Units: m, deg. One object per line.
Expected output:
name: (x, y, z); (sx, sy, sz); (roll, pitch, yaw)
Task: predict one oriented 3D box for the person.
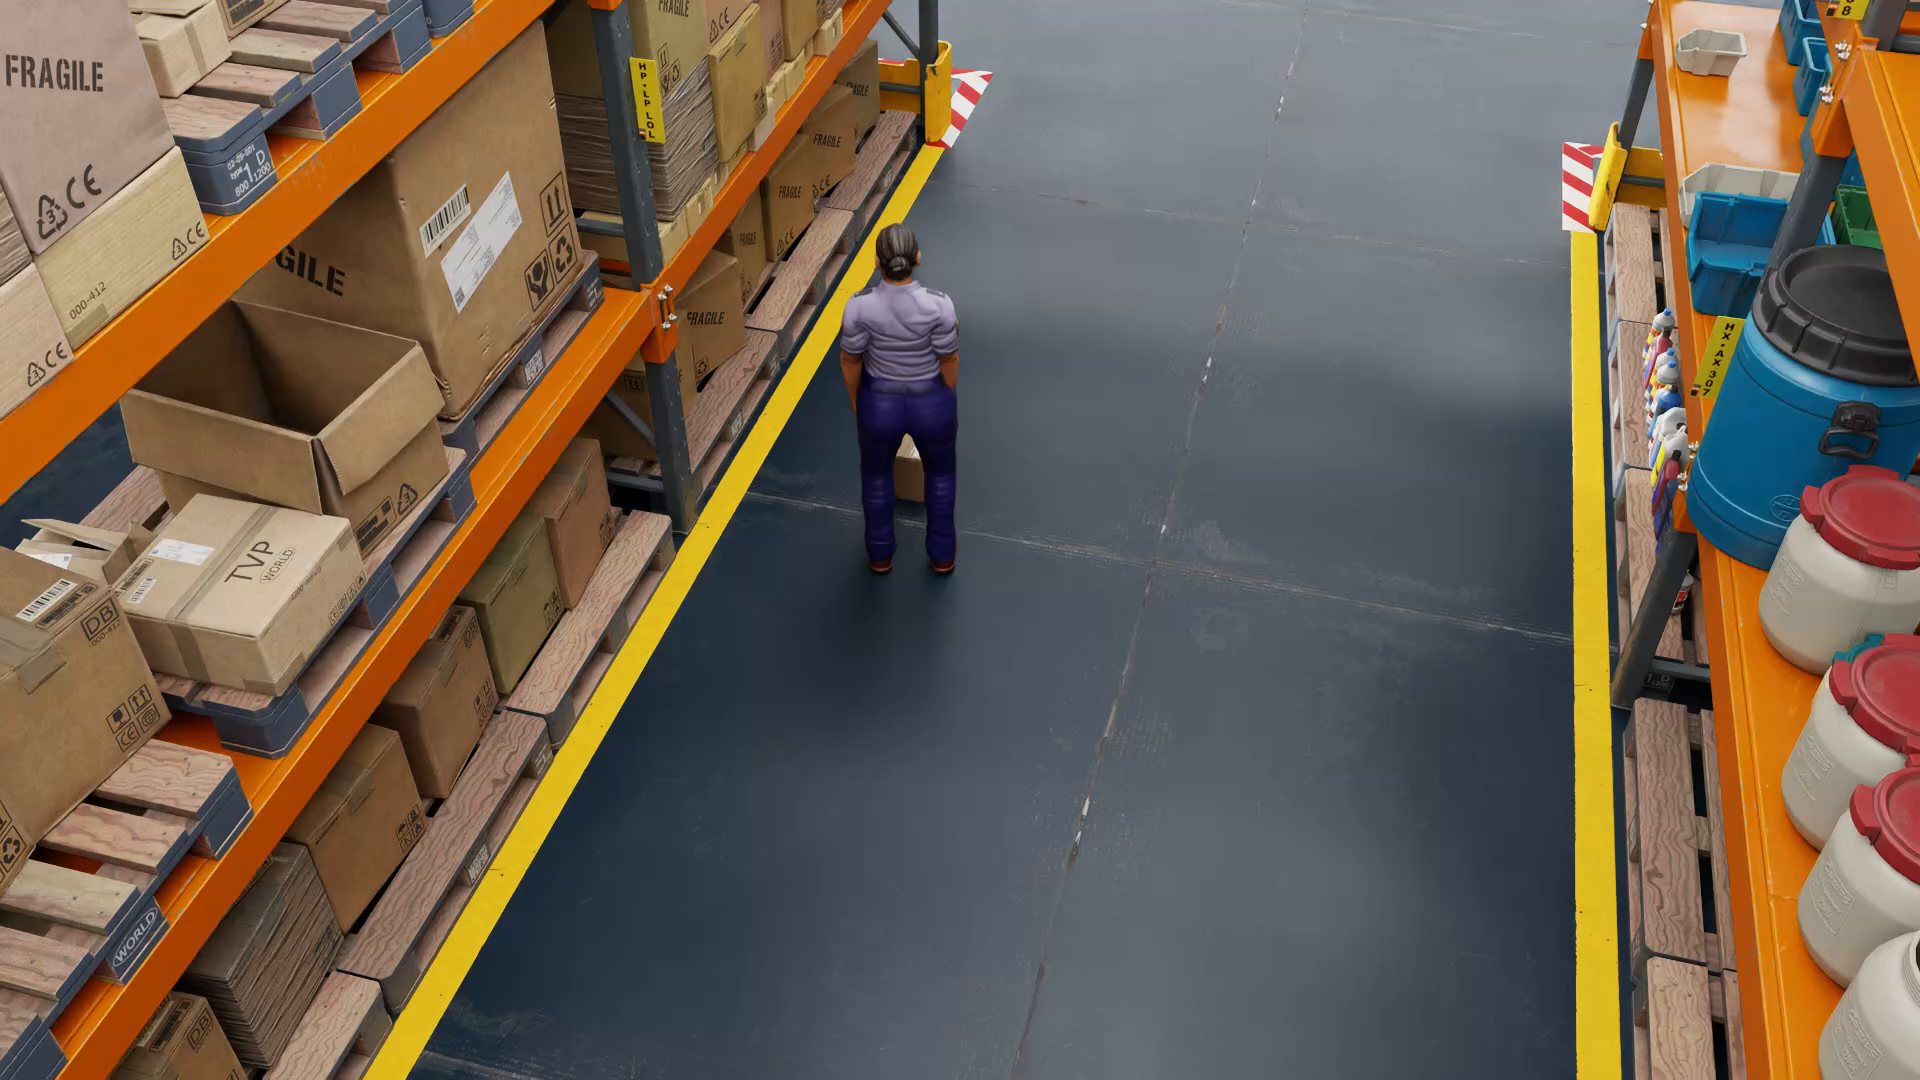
person: (-0.241, -0.538, 6.807); (0.476, 1.627, 0.338); (0, 41, 0)
